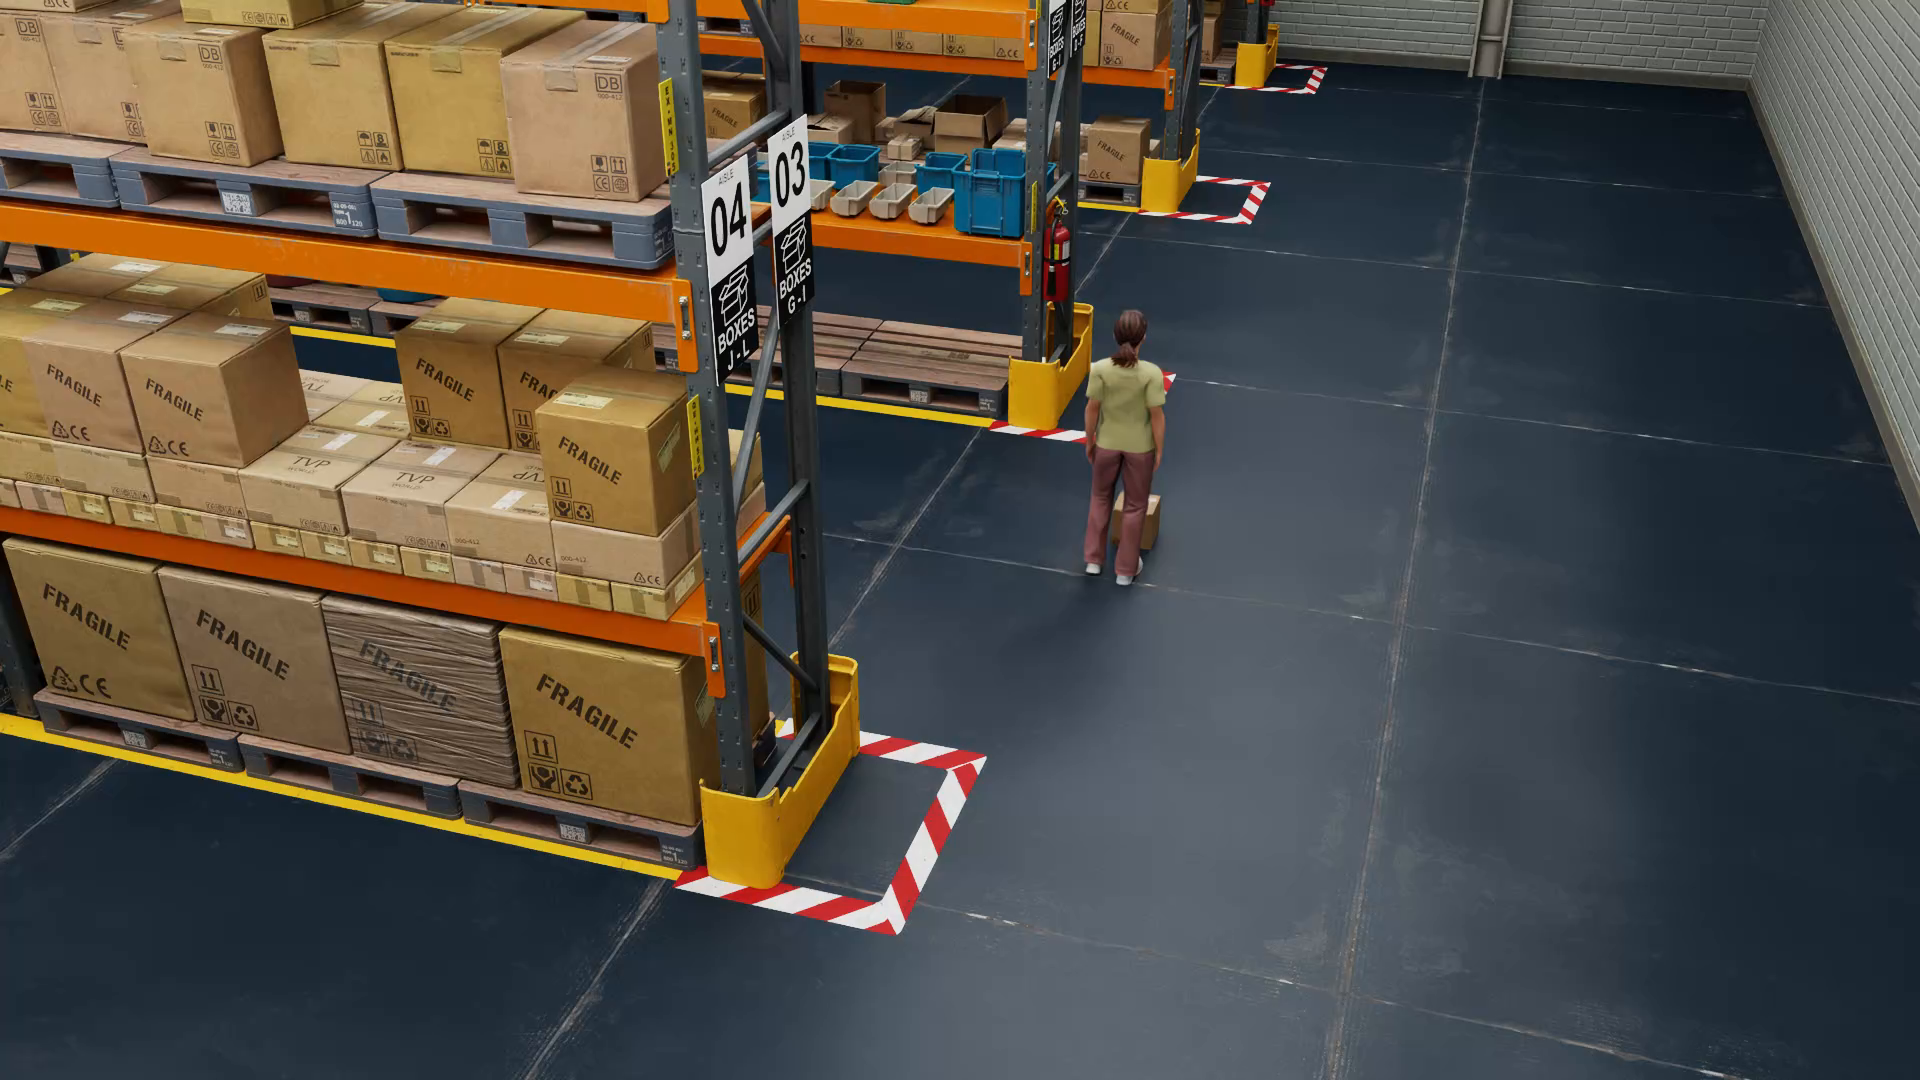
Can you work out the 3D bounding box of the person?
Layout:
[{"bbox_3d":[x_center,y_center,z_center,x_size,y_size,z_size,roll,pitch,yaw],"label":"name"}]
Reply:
[{"bbox_3d":[0.940,-0.512,9.456,0.455,1.707,0.413,8,30,15],"label":"person"}]
